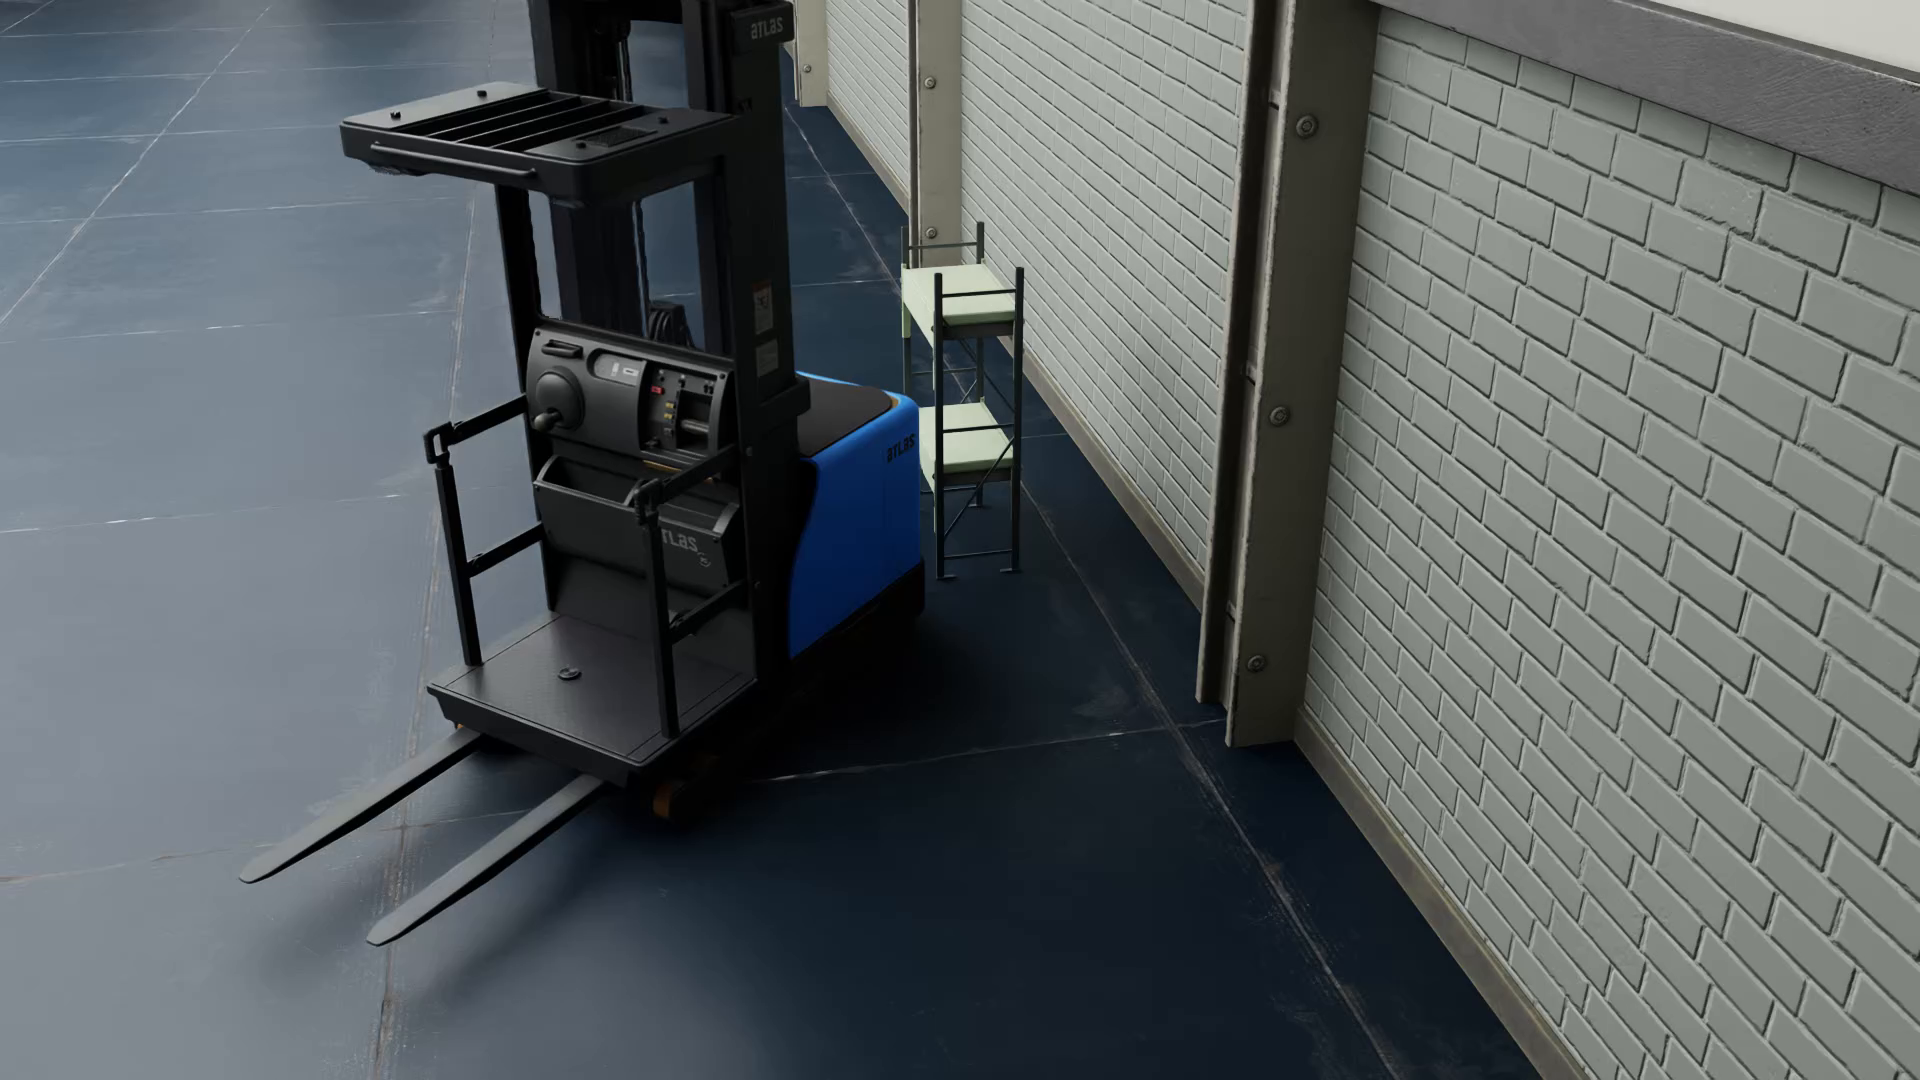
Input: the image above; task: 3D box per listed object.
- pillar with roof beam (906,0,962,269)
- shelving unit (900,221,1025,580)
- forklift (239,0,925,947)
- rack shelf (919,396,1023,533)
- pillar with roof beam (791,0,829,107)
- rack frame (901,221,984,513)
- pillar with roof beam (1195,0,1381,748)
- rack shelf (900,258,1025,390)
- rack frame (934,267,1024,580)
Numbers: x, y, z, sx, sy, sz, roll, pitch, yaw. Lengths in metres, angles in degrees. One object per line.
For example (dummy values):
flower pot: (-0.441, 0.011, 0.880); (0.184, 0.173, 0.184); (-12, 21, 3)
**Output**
pillar with roof beam: (-4.369, -5.490, 9.140); (9.100, 9.000, 0.400); (-6, 27, -12)
shelving unit: (0.002, -0.667, 7.906); (0.431, 1.500, 0.755); (-6, 27, -12)
forklift: (-1.343, -0.496, 5.981); (1.130, 2.935, 3.031); (15, 30, 27)
rack shelf: (0.002, -0.376, 8.053); (0.431, 0.370, 0.720); (-6, 27, -12)
pillar with roof beam: (-5.721, -8.124, 14.358); (9.100, 9.000, 0.400); (-6, 27, -12)
rack frame: (-0.081, -0.827, 8.225); (0.400, 1.500, 0.023); (-6, 27, -12)
pillar with roof beam: (-3.017, -2.856, 3.921); (9.100, 9.000, 0.400); (-6, 27, -12)
rack shelf: (0.002, -1.015, 7.730); (0.431, 0.370, 0.720); (-6, 27, -12)
rack frame: (0.084, -0.506, 7.588); (0.400, 1.500, 0.023); (-6, 27, -12)
